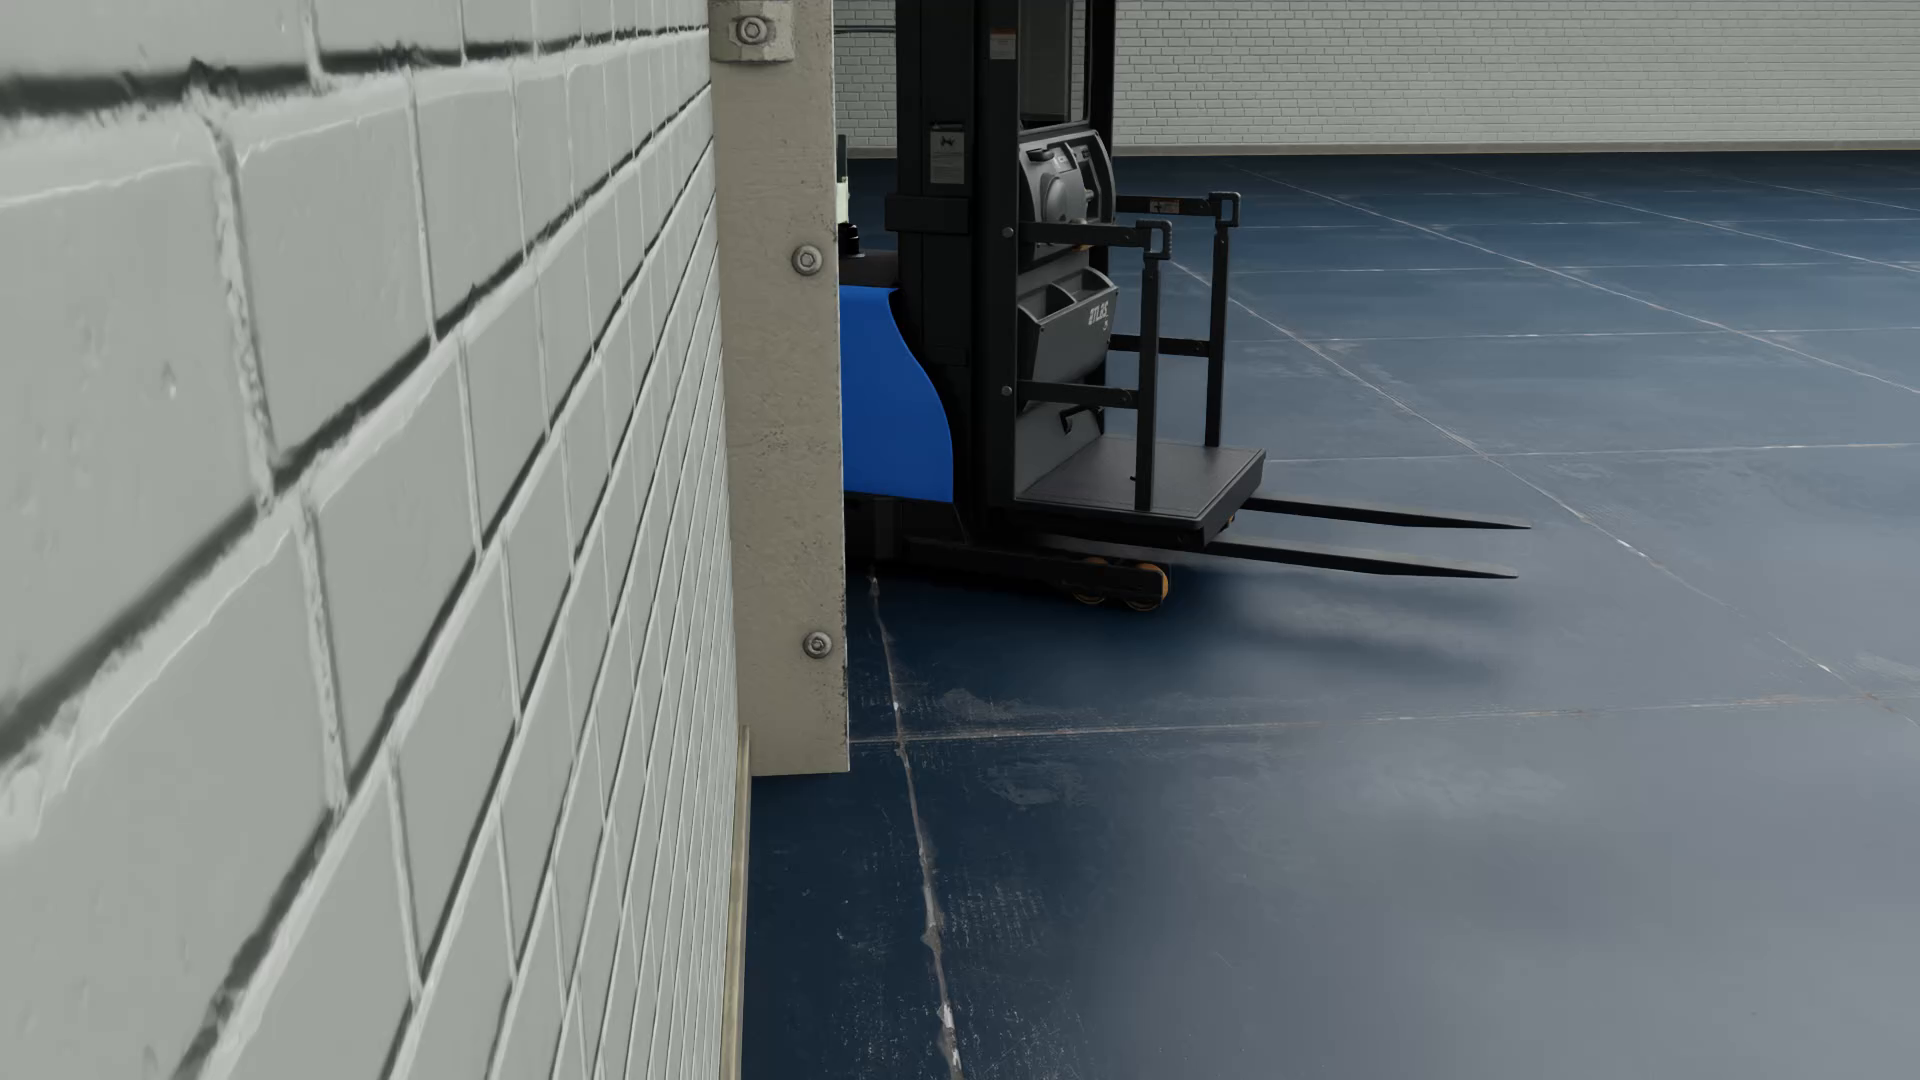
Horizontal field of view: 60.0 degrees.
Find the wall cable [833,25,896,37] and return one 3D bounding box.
[{"bbox_3d":[-1.327,-8.503,23.923,3.097,2.526,0.112,-2,18,-6],"label":"wall cable"}]

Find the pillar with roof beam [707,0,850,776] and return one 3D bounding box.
[{"bbox_3d":[3.801,-3.836,3.874,9.100,9.000,0.400,-2,18,-6],"label":"pillar with roof beam"}]

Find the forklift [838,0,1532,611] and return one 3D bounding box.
[{"bbox_3d":[0.583,-1.327,6.011,3.031,2.935,1.130,7,19,21],"label":"forklift"}]

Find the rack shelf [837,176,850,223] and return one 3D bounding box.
[{"bbox_3d":[-0.740,-1.291,6.877,0.431,0.370,0.720,3,17,8],"label":"rack shelf"}]

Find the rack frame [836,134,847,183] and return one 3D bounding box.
[{"bbox_3d":[-0.686,-1.020,7.335,0.400,1.500,0.023,3,17,8],"label":"rack frame"}]

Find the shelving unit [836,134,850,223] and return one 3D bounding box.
[{"bbox_3d":[-0.742,-0.917,6.989,0.431,1.500,0.755,3,17,8],"label":"shelving unit"}]
